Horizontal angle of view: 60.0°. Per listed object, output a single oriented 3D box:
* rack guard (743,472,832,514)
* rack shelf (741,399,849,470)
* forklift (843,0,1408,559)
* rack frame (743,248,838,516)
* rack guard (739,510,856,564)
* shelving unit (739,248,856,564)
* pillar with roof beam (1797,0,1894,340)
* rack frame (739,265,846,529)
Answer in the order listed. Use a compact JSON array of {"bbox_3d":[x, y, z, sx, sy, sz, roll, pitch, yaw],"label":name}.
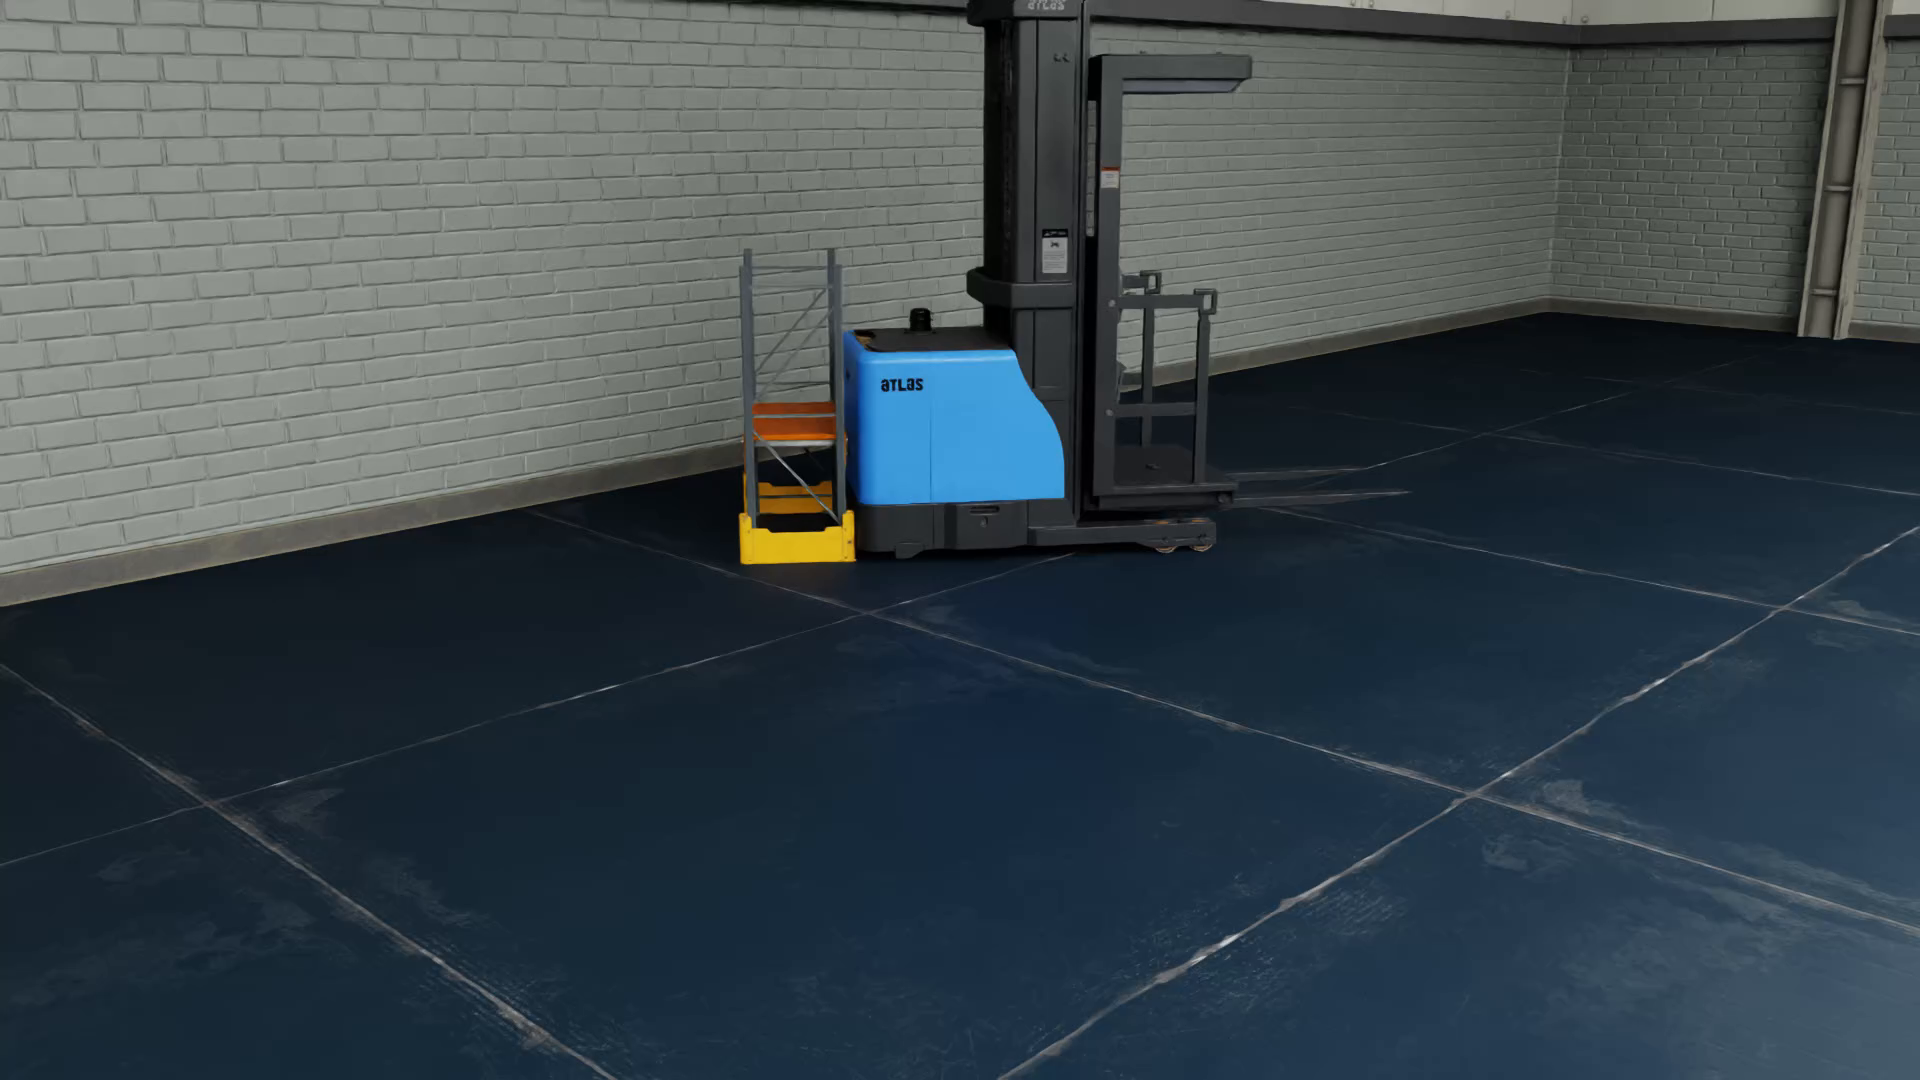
[{"bbox_3d":[-0.934,-0.264,9.451,0.587,0.250,0.087,-2,15,-6],"label":"rack guard"},{"bbox_3d":[-0.883,-0.573,8.869,0.538,0.185,1.000,-2,15,-6],"label":"rack shelf"},{"bbox_3d":[0.893,-1.479,8.796,3.031,2.935,1.130,-3,15,-10],"label":"forklift"},{"bbox_3d":[-0.936,-0.874,9.312,0.500,1.500,0.032,-2,15,-6],"label":"rack frame"},{"bbox_3d":[-0.830,-0.015,8.493,0.587,0.250,0.087,-2,15,-6],"label":"rack guard"},{"bbox_3d":[-0.882,-0.744,8.814,0.587,1.500,1.083,-2,15,-6],"label":"shelving unit"},{"bbox_3d":[5.735,-5.629,12.688,0.400,9.000,9.100,14,20,42],"label":"pillar with roof beam"},{"bbox_3d":[-0.830,-0.619,8.334,0.500,1.500,0.032,-2,15,-6],"label":"rack frame"}]
